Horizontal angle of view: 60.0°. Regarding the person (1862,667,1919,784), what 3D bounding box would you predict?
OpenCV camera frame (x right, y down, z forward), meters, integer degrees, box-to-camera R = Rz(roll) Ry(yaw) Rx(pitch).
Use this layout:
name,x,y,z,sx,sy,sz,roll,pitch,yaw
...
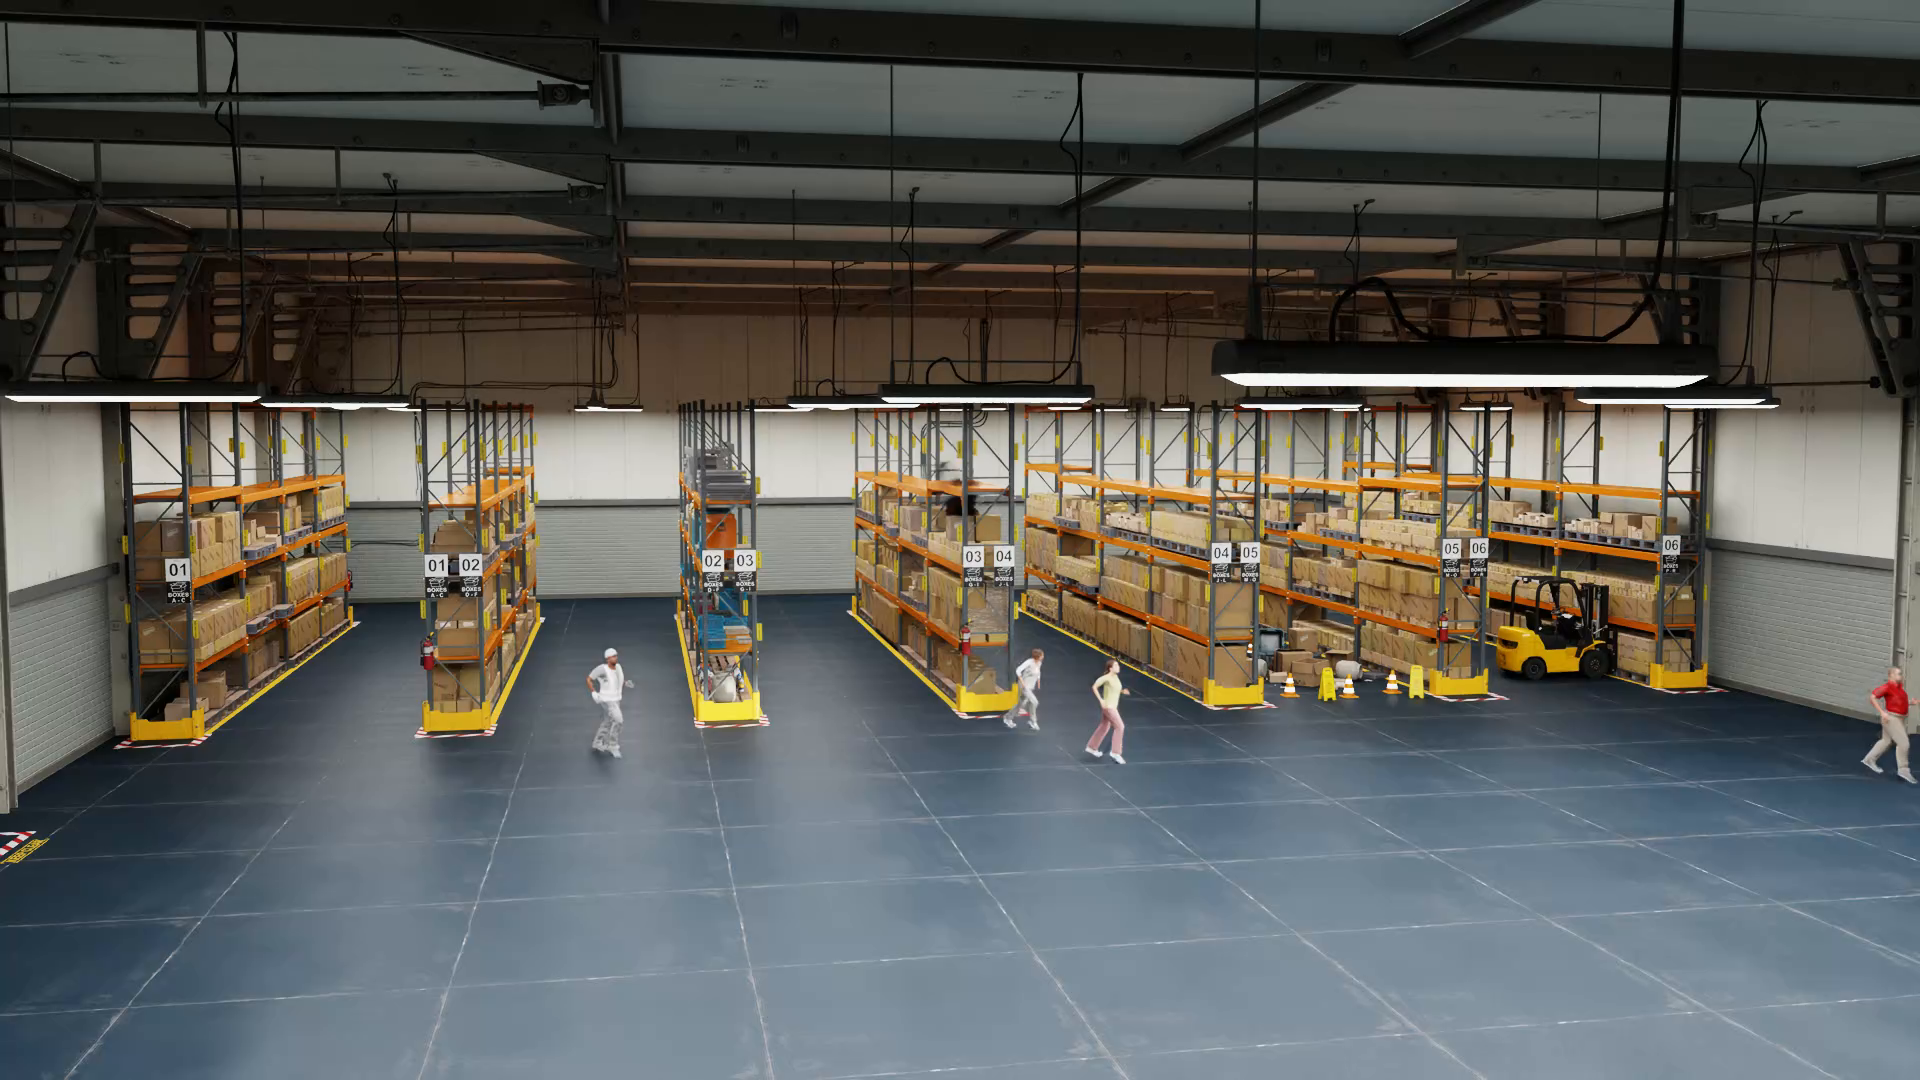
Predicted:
name,x,y,z,sx,sy,sz,roll,pitch,yaw
person,14.657,2.884,26.146,0.854,1.783,0.642,4,6,42

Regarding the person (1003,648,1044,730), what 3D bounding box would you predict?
name,x,y,z,sx,sy,sz,roll,pitch,yaw
person,1.169,2.708,30.317,0.798,1.521,0.552,3,5,36

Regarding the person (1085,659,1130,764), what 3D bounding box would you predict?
name,x,y,z,sx,sy,sz,roll,pitch,yaw
person,2.435,2.811,27.529,0.748,1.718,0.569,2,5,20

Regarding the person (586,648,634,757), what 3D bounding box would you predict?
name,x,y,z,sx,sy,sz,roll,pitch,yaw
person,-5.870,2.735,27.987,0.778,1.840,0.662,1,5,18
